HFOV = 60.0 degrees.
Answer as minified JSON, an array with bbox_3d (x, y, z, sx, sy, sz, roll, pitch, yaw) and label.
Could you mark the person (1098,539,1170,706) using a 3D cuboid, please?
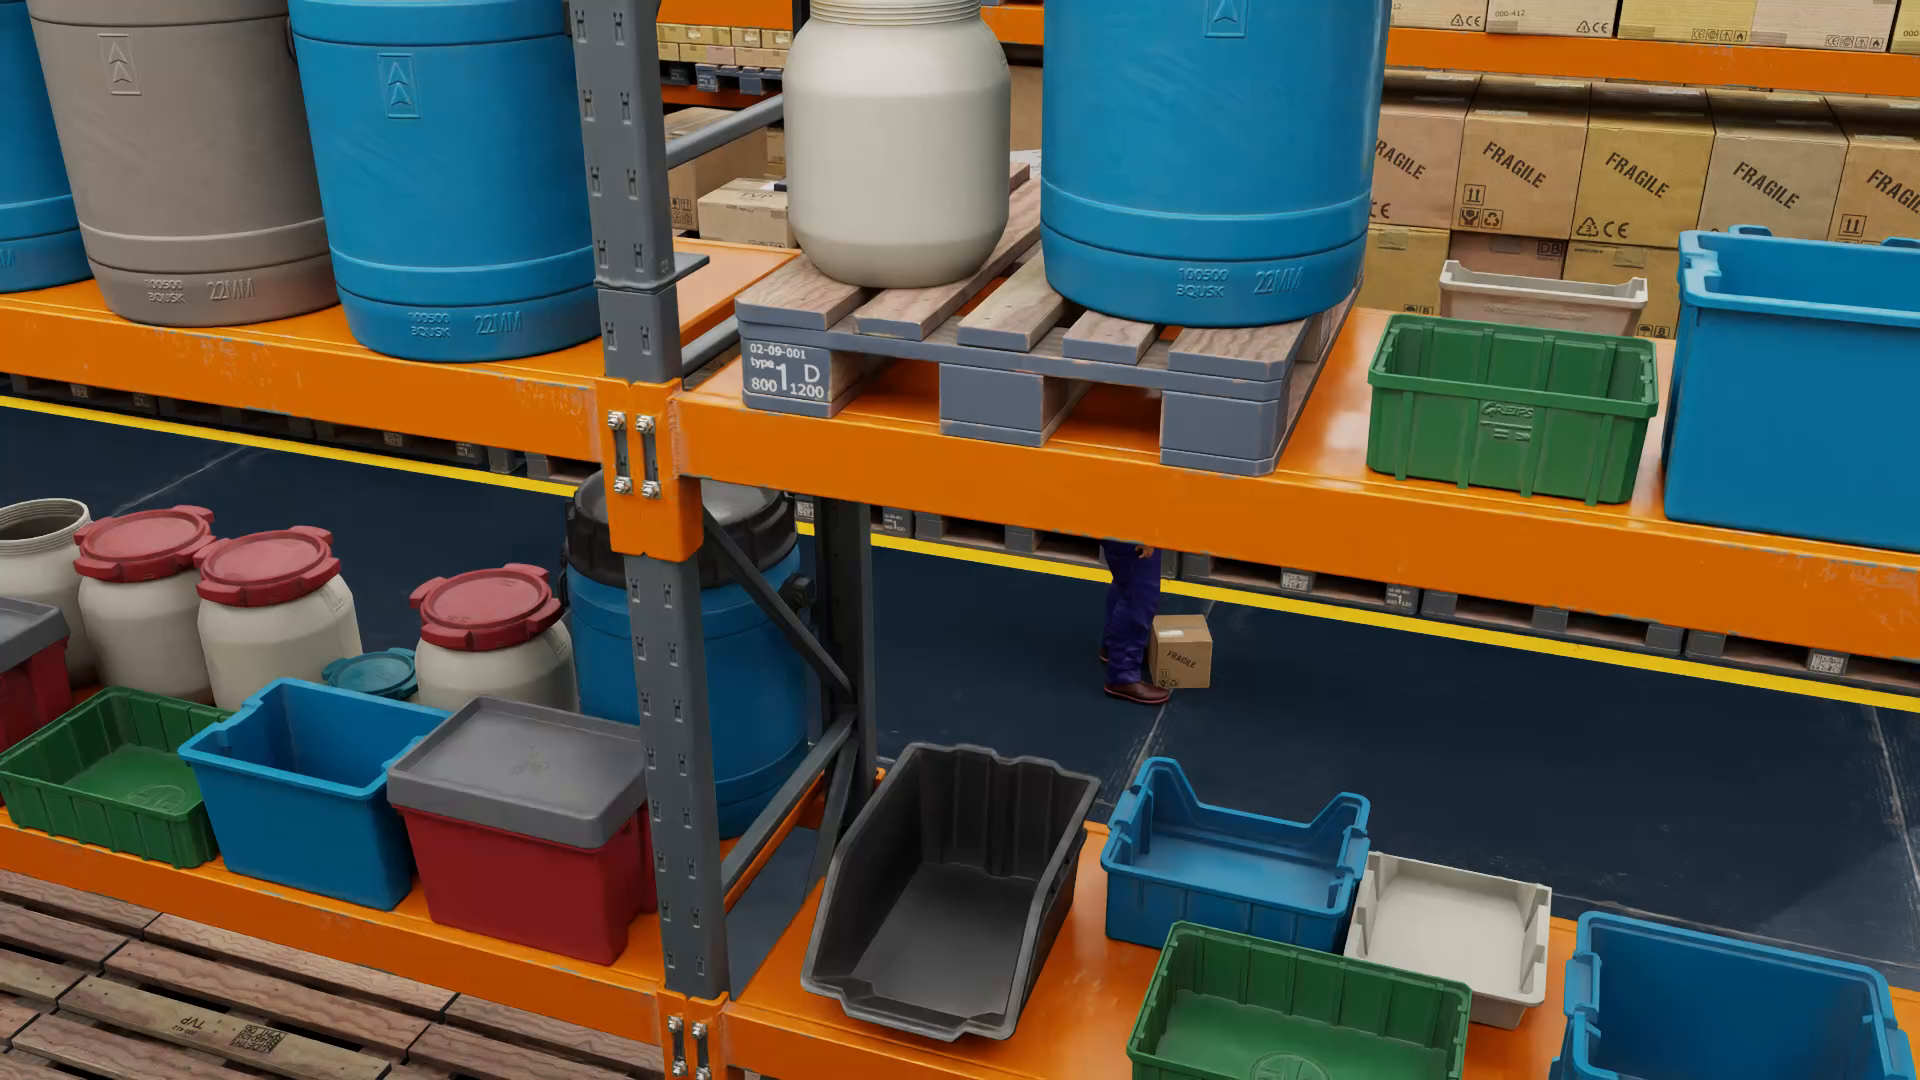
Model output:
[{"bbox_3d":[0.775,-0.116,7.359,0.373,1.652,0.541,2,26,3],"label":"person"}]
